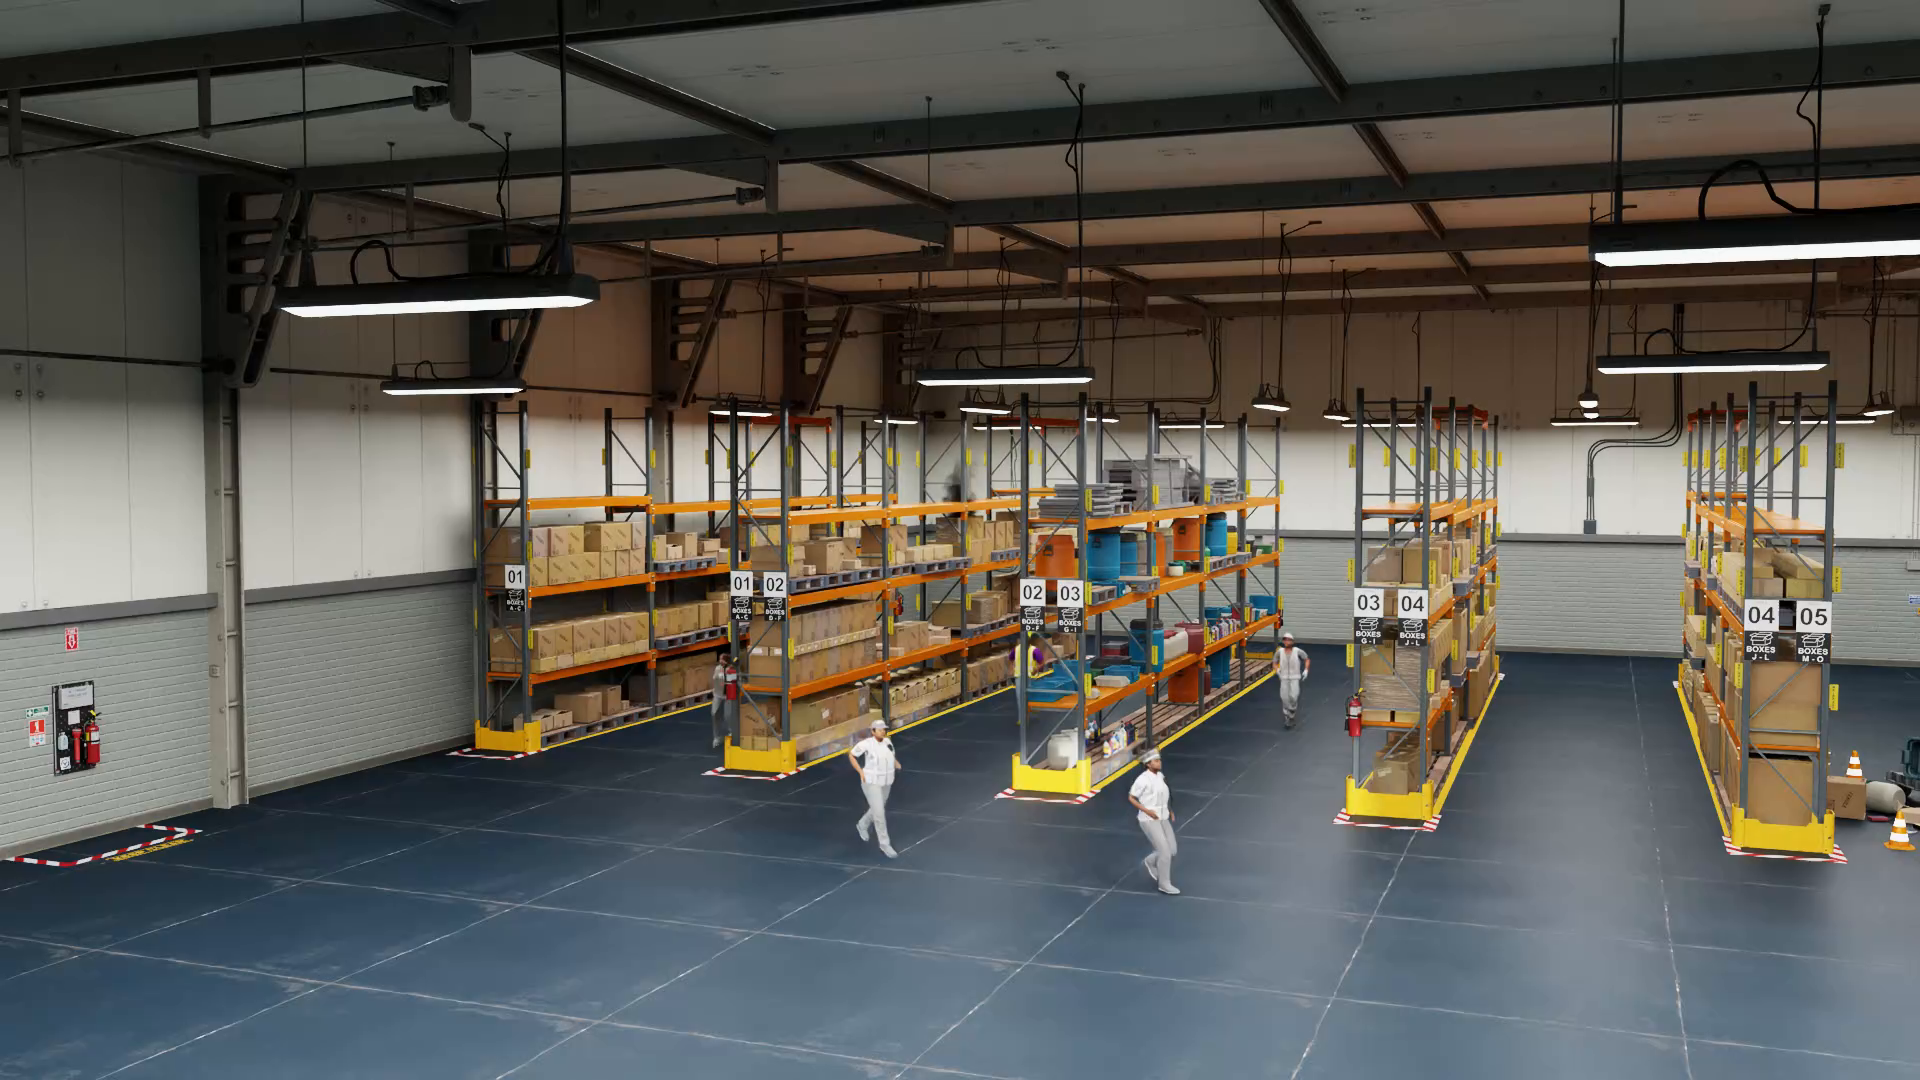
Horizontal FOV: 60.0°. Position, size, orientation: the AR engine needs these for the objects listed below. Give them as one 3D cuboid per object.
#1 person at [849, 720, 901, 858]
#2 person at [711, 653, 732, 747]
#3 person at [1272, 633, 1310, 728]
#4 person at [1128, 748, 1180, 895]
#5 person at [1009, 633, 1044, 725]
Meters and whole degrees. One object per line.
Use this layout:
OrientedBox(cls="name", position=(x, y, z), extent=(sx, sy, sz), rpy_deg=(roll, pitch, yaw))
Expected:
OrientedBox(cls="person", position=(-1.061, 3.131, 21.241), extent=(0.603, 1.692, 0.924), rpy_deg=(-3, 4, -43))
OrientedBox(cls="person", position=(-4.135, 2.785, 29.124), extent=(0.518, 1.633, 0.719), rpy_deg=(1, 3, 14))
OrientedBox(cls="person", position=(6.140, 2.616, 30.960), extent=(0.672, 1.756, 0.666), rpy_deg=(1, 3, 19))
OrientedBox(cls="person", position=(2.299, 3.243, 19.249), extent=(0.592, 1.643, 0.577), rpy_deg=(3, 4, 45))
OrientedBox(cls="person", position=(1.223, 2.599, 31.439), extent=(0.731, 1.745, 0.889), rpy_deg=(1, 3, 18))
